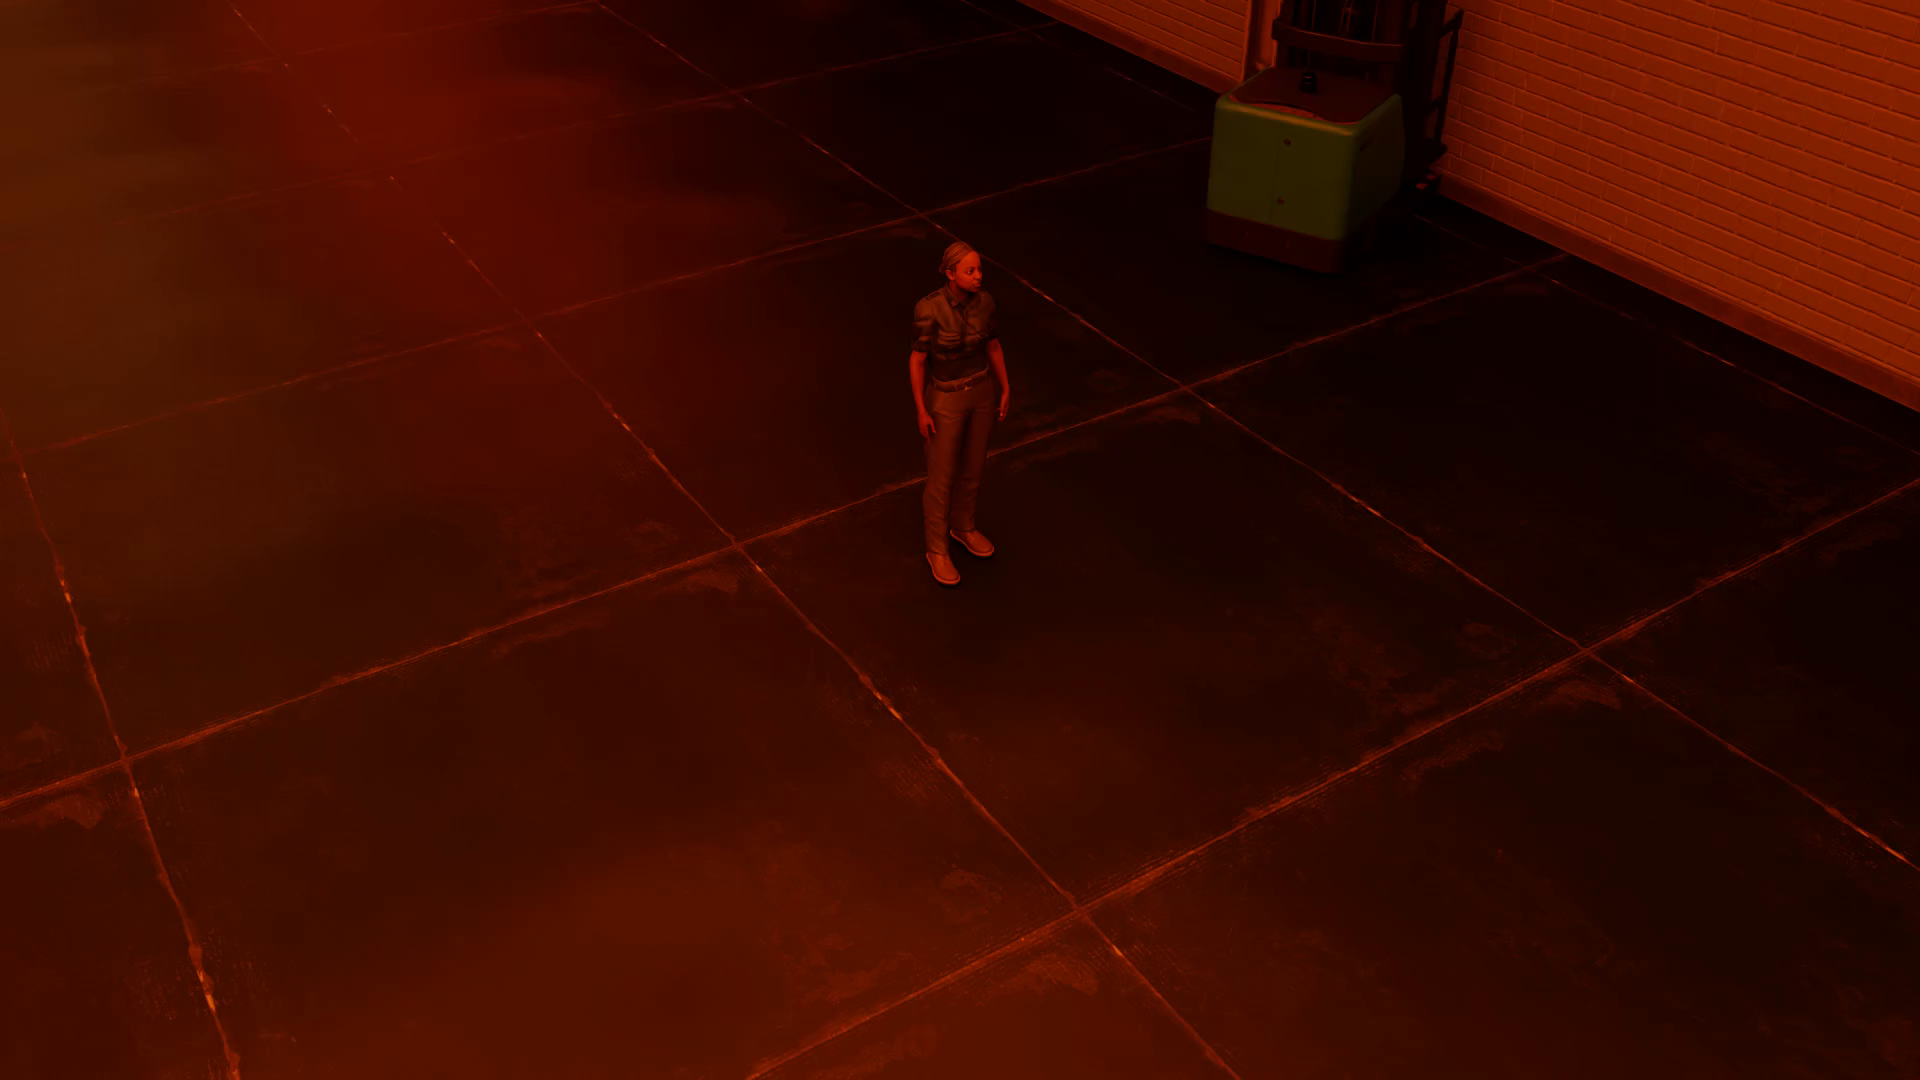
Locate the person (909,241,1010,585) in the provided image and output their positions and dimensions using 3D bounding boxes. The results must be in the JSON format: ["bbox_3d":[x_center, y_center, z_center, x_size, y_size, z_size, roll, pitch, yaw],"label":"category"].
[{"bbox_3d":[0.031,-0.634,8.148,0.569,1.656,0.503,-21,40,-27],"label":"person"}]

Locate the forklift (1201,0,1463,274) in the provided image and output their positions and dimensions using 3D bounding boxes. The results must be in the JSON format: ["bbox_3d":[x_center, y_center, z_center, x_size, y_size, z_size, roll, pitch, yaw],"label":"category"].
[{"bbox_3d":[2.908,-3.782,11.531,1.130,2.935,3.031,21,40,27],"label":"forklift"}]
